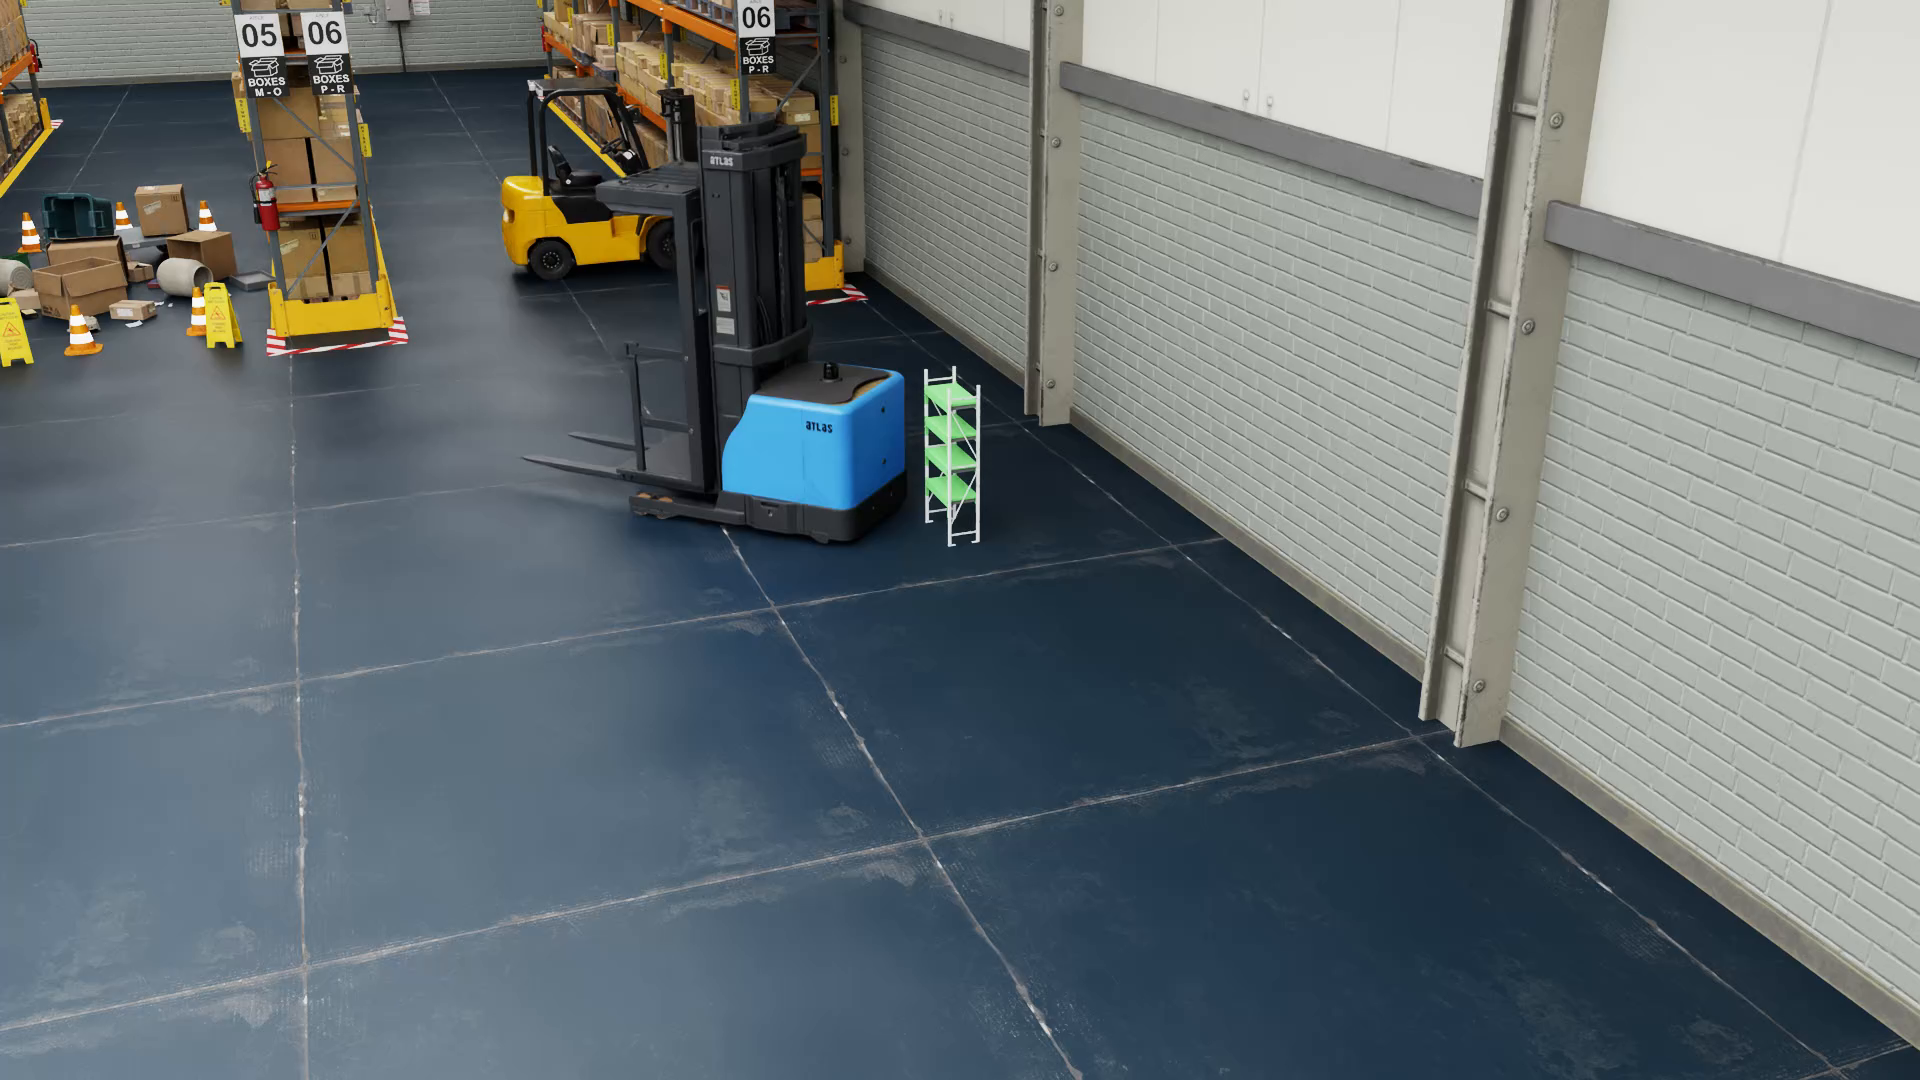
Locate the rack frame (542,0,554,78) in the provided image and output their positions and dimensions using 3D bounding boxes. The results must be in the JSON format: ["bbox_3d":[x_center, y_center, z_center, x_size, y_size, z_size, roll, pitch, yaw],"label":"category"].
[{"bbox_3d":[-7.581,-10.091,32.329,1.000,3.000,0.127,-8,24,-19],"label":"rack frame"}]

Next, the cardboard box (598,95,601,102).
[{"bbox_3d":[-5.855,-7.436,27.872,0.380,0.149,0.250,-8,24,-19],"label":"cardboard box"}]

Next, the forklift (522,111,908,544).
[{"bbox_3d":[-1.968,-1.684,12.471,3.031,2.935,1.130,10,25,22],"label":"forklift"}]

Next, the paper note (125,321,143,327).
[{"bbox_3d":[-8.767,-2.297,17.660,0.148,0.019,0.142,-18,29,-37],"label":"paper note"}]

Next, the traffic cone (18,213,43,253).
[{"bbox_3d":[-11.640,-3.858,20.807,0.336,0.463,0.334,-8,24,-19],"label":"traffic cone"}]

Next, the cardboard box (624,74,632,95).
[{"bbox_3d":[-4.654,-6.737,24.564,0.500,0.250,0.500,-9,24,-20],"label":"cardboard box"}]

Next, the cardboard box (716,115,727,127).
[{"bbox_3d":[-2.523,-4.656,19.305,0.500,0.500,0.500,-8,24,-17],"label":"cardboard box"}]

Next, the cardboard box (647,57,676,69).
[{"bbox_3d":[-4.149,-6.629,23.153,0.380,0.149,0.250,-8,24,-19],"label":"cardboard box"}]

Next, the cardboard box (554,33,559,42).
[{"bbox_3d":[-7.313,-9.343,30.878,0.380,0.149,0.250,-9,24,-20],"label":"cardboard box"}]

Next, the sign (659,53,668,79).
[{"bbox_3d":[-3.846,-6.149,21.589,0.100,0.325,0.005,-8,24,-19],"label":"sign"}]

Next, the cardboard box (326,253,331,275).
[{"bbox_3d":[-6.975,-3.235,19.063,0.500,0.250,0.500,-7,24,-15],"label":"cardboard box"}]

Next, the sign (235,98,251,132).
[{"bbox_3d":[-7.097,-4.205,16.467,0.100,0.325,0.005,-8,24,-19],"label":"sign"}]

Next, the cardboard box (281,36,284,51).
[{"bbox_3d":[-6.959,-4.952,16.599,0.380,0.149,0.250,-8,24,-19],"label":"cardboard box"}]

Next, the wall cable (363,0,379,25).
[{"bbox_3d":[-12.914,-12.121,35.838,0.588,1.984,0.122,-8,24,-19],"label":"wall cable"}]

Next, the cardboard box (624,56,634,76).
[{"bbox_3d":[-4.651,-6.968,24.470,0.500,0.250,0.500,-8,24,-17],"label":"cardboard box"}]

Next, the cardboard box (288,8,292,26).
[{"bbox_3d":[-6.874,-5.633,17.700,0.500,0.250,0.500,-8,24,-17],"label":"cardboard box"}]

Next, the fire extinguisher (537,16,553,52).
[{"bbox_3d":[-8.065,-9.873,32.393,0.296,0.674,0.183,-8,24,-19],"label":"fire extinguisher"}]

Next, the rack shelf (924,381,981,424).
[{"bbox_3d":[-0.059,-0.996,11.998,0.258,0.148,0.480,-8,24,-19],"label":"rack shelf"}]

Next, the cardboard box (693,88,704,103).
[{"bbox_3d":[-3.050,-5.454,20.365,0.380,0.149,0.250,-9,25,-21],"label":"cardboard box"}]

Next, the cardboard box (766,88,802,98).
[{"bbox_3d":[-2.015,-5.104,19.151,0.380,0.149,0.250,-8,24,-18],"label":"cardboard box"}]

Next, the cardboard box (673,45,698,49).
[{"bbox_3d":[-4.067,-7.177,24.451,0.380,0.149,0.250,-9,24,-20],"label":"cardboard box"}]

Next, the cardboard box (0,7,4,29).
[{"bbox_3d":[-15.683,-8.454,26.646,0.500,0.500,0.500,-8,24,-18],"label":"cardboard box"}]

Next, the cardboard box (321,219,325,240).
[{"bbox_3d":[-7.161,-3.772,19.372,0.500,0.500,0.500,-7,24,-16],"label":"cardboard box"}]

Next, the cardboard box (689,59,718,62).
[{"bbox_3d":[-3.508,-6.518,22.889,0.380,0.149,0.250,-9,24,-20],"label":"cardboard box"}]

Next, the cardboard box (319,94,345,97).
[{"bbox_3d":[-7.594,-5.104,19.985,0.500,0.500,0.500,-9,24,-20],"label":"cardboard box"}]

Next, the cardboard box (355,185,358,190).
[{"bbox_3d":[-6.618,-3.828,17.794,0.380,0.149,0.250,-9,25,-21],"label":"cardboard box"}]

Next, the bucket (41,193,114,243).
[{"bbox_3d":[-10.374,-3.791,19.640,0.726,0.611,0.620,0,13,-1],"label":"bucket"}]

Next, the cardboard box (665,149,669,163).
[{"bbox_3d":[-3.536,-5.018,22.810,0.875,0.625,0.625,-7,24,-17],"label":"cardboard box"}]

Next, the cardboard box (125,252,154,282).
[{"bbox_3d":[-9.704,-3.198,19.495,0.396,0.266,0.258,12,26,27],"label":"cardboard box"}]

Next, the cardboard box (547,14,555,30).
[{"bbox_3d":[-7.494,-9.774,31.387,0.500,0.250,0.500,-8,24,-18],"label":"cardboard box"}]

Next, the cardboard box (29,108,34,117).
[{"bbox_3d":[-16.180,-7.368,28.616,0.380,0.149,0.250,-9,25,-21],"label":"cardboard box"}]

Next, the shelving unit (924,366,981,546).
[{"bbox_3d":[-0.059,-0.613,12.160,0.258,1.200,0.503,-8,24,-19],"label":"shelving unit"}]

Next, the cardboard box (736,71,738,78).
[{"bbox_3d":[-2.570,-5.767,20.725,0.380,0.149,0.250,-9,24,-20],"label":"cardboard box"}]

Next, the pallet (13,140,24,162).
[{"bbox_3d":[-15.676,-6.193,26.672,1.003,0.211,1.213,-8,24,-19],"label":"pallet"}]

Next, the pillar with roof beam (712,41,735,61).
[{"bbox_3d":[-7.478,-9.008,22.035,9.100,9.000,0.400,-8,24,-19],"label":"pillar with roof beam"}]

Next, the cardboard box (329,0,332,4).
[{"bbox_3d":[-6.640,-5.574,17.048,0.380,0.149,0.250,-8,24,-19],"label":"cardboard box"}]

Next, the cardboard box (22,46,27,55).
[{"bbox_3d":[-16.439,-8.497,28.871,0.380,0.149,0.250,-8,24,-19],"label":"cardboard box"}]

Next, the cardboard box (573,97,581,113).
[{"bbox_3d":[-6.765,-7.863,30.022,0.396,0.266,0.258,-7,24,-17],"label":"cardboard box"}]

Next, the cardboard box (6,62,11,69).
[{"bbox_3d":[-15.710,-7.743,27.082,0.380,0.149,0.250,-7,24,-17],"label":"cardboard box"}]

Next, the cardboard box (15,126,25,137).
[{"bbox_3d":[-15.730,-6.761,27.559,0.380,0.149,0.250,-9,24,-20],"label":"cardboard box"}]

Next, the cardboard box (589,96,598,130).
[{"bbox_3d":[-6.010,-7.280,28.338,0.500,0.500,0.500,-9,24,-20],"label":"cardboard box"}]

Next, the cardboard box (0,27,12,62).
[{"bbox_3d":[-15.670,-8.003,26.865,0.500,0.500,0.500,-9,24,-20],"label":"cardboard box"}]

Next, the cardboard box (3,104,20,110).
[{"bbox_3d":[-15.980,-7.209,27.856,0.380,0.149,0.250,-9,25,-21],"label":"cardboard box"}]

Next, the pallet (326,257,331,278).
[{"bbox_3d":[-7.279,-3.080,19.285,1.003,0.211,1.213,-8,24,-19],"label":"pallet"}]

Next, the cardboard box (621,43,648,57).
[{"bbox_3d":[-4.822,-7.276,24.686,0.380,0.149,0.250,-8,24,-18],"label":"cardboard box"}]

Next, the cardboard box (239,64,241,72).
[{"bbox_3d":[-7.719,-5.128,18.754,0.700,0.500,0.500,-9,24,-20],"label":"cardboard box"}]

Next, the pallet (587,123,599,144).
[{"bbox_3d":[-5.845,-7.062,28.733,1.003,0.211,1.213,-8,24,-19],"label":"pallet"}]

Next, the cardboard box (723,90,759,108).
[{"bbox_3d":[-2.486,-5.037,18.992,0.380,0.149,0.250,-8,24,-18],"label":"cardboard box"}]

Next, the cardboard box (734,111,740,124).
[{"bbox_3d":[-2.313,-4.710,18.598,0.380,0.149,0.250,-8,24,-18],"label":"cardboard box"}]

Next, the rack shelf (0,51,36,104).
[{"bbox_3d":[-16.112,-7.634,27.427,1.077,0.370,4.000,-8,24,-19],"label":"rack shelf"}]

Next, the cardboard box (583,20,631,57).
[{"bbox_3d":[-5.746,-8.197,27.167,0.700,0.500,0.500,-8,24,-19],"label":"cardboard box"}]

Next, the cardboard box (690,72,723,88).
[{"bbox_3d":[-3.119,-5.684,20.526,0.380,0.149,0.250,-9,24,-20],"label":"cardboard box"}]

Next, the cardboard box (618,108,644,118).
[{"bbox_3d":[-5.166,-6.669,26.053,0.380,0.149,0.250,-10,25,-22],"label":"cardboard box"}]
